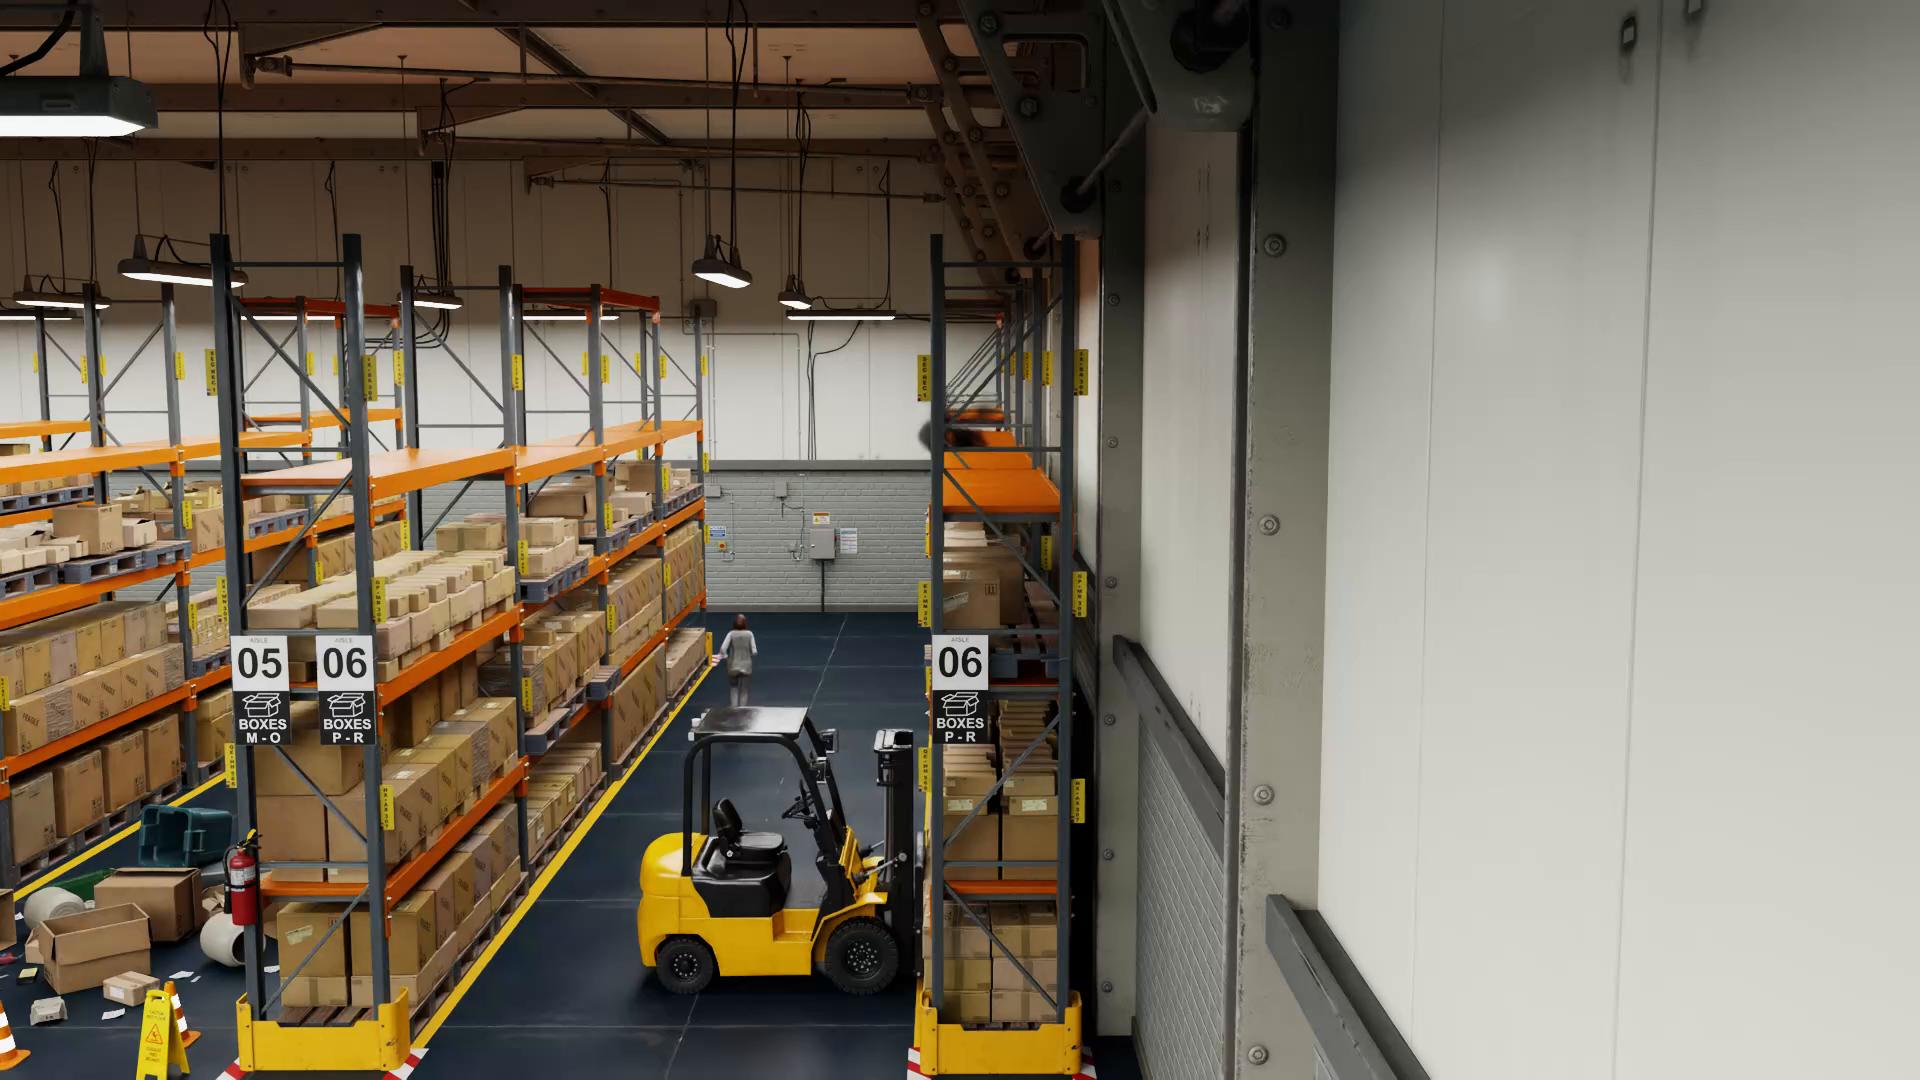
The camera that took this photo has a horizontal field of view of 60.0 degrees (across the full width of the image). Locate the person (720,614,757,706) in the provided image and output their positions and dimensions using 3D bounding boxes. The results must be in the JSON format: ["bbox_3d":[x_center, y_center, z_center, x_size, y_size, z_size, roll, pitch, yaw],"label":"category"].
[{"bbox_3d":[-3.082,1.811,23.239,0.500,1.577,0.650,0,6,-4],"label":"person"}]
